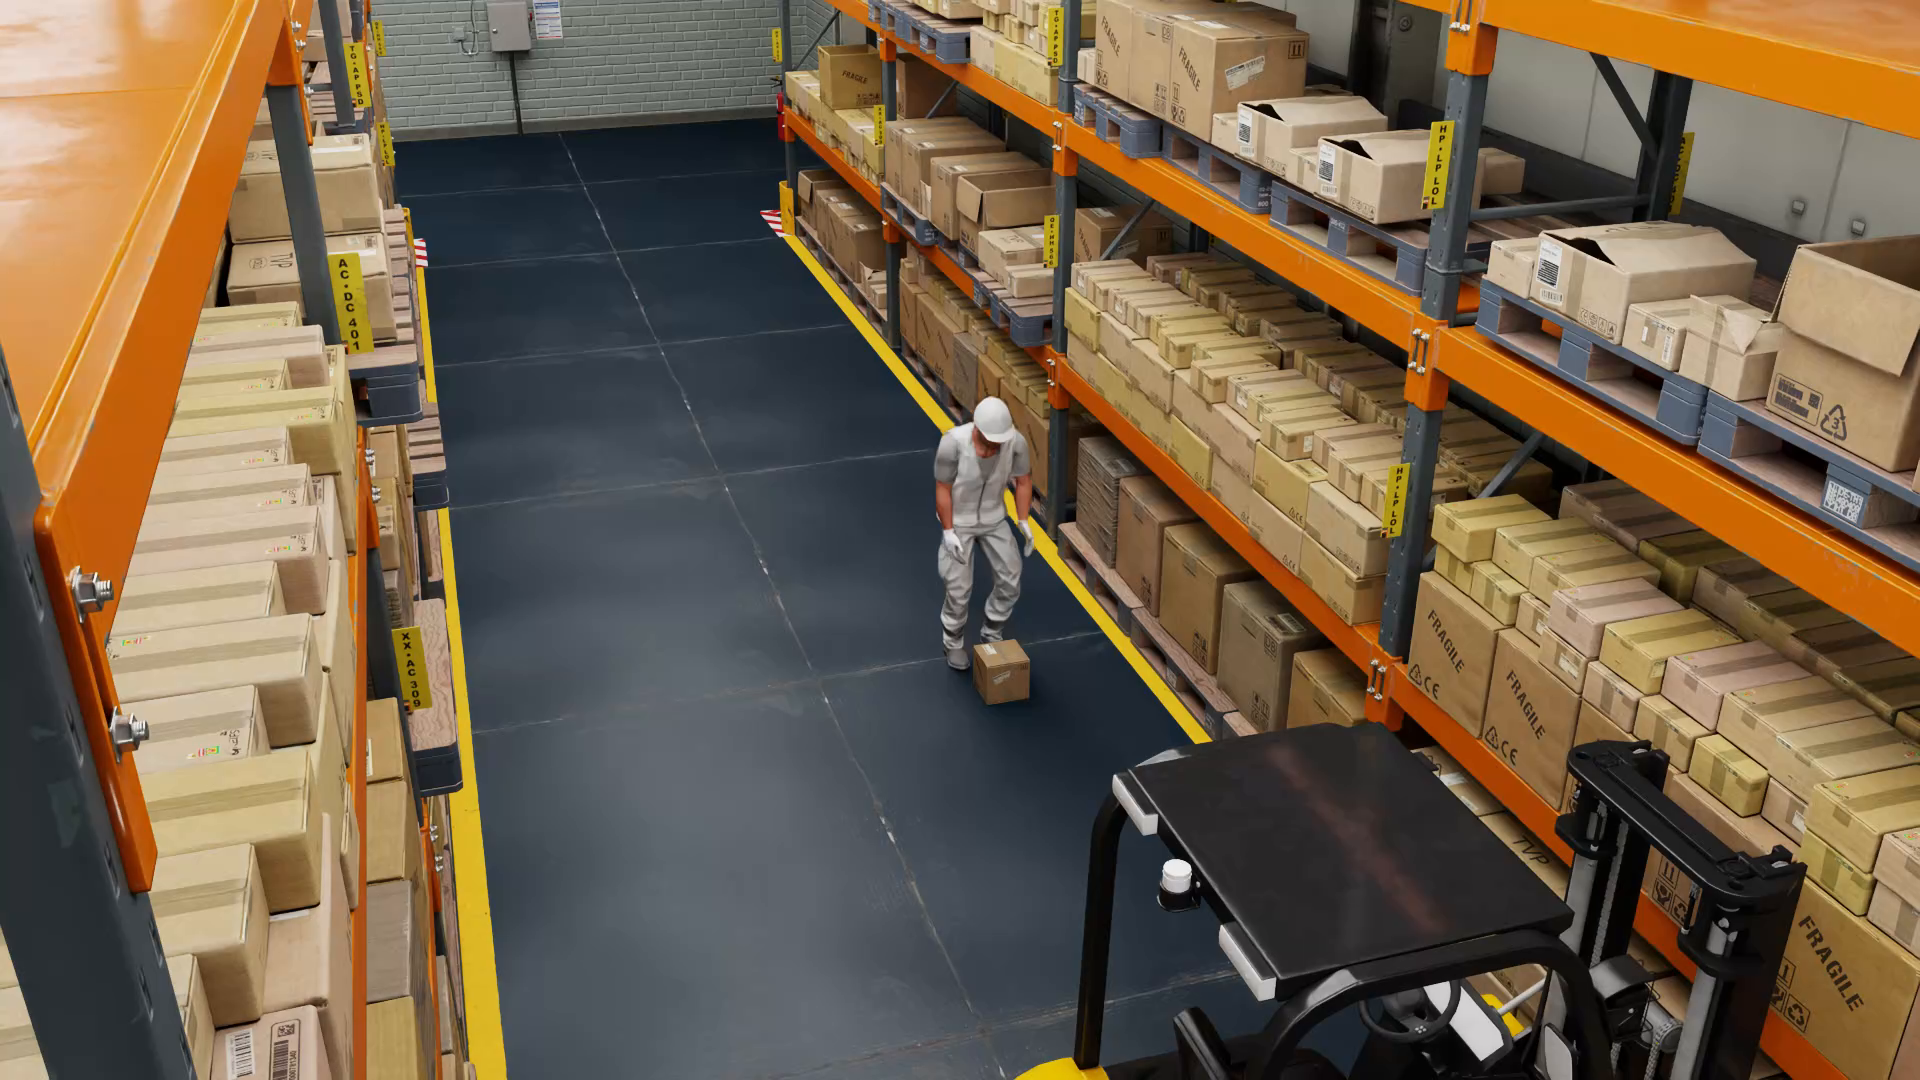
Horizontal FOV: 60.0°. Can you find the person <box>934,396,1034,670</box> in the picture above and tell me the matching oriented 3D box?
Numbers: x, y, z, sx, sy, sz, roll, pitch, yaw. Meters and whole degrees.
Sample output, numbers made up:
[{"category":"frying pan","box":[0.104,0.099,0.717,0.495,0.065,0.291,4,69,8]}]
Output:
[{"category":"person","box":[0.133,-0.067,9.364,0.560,1.665,0.558,-8,27,-15]}]
